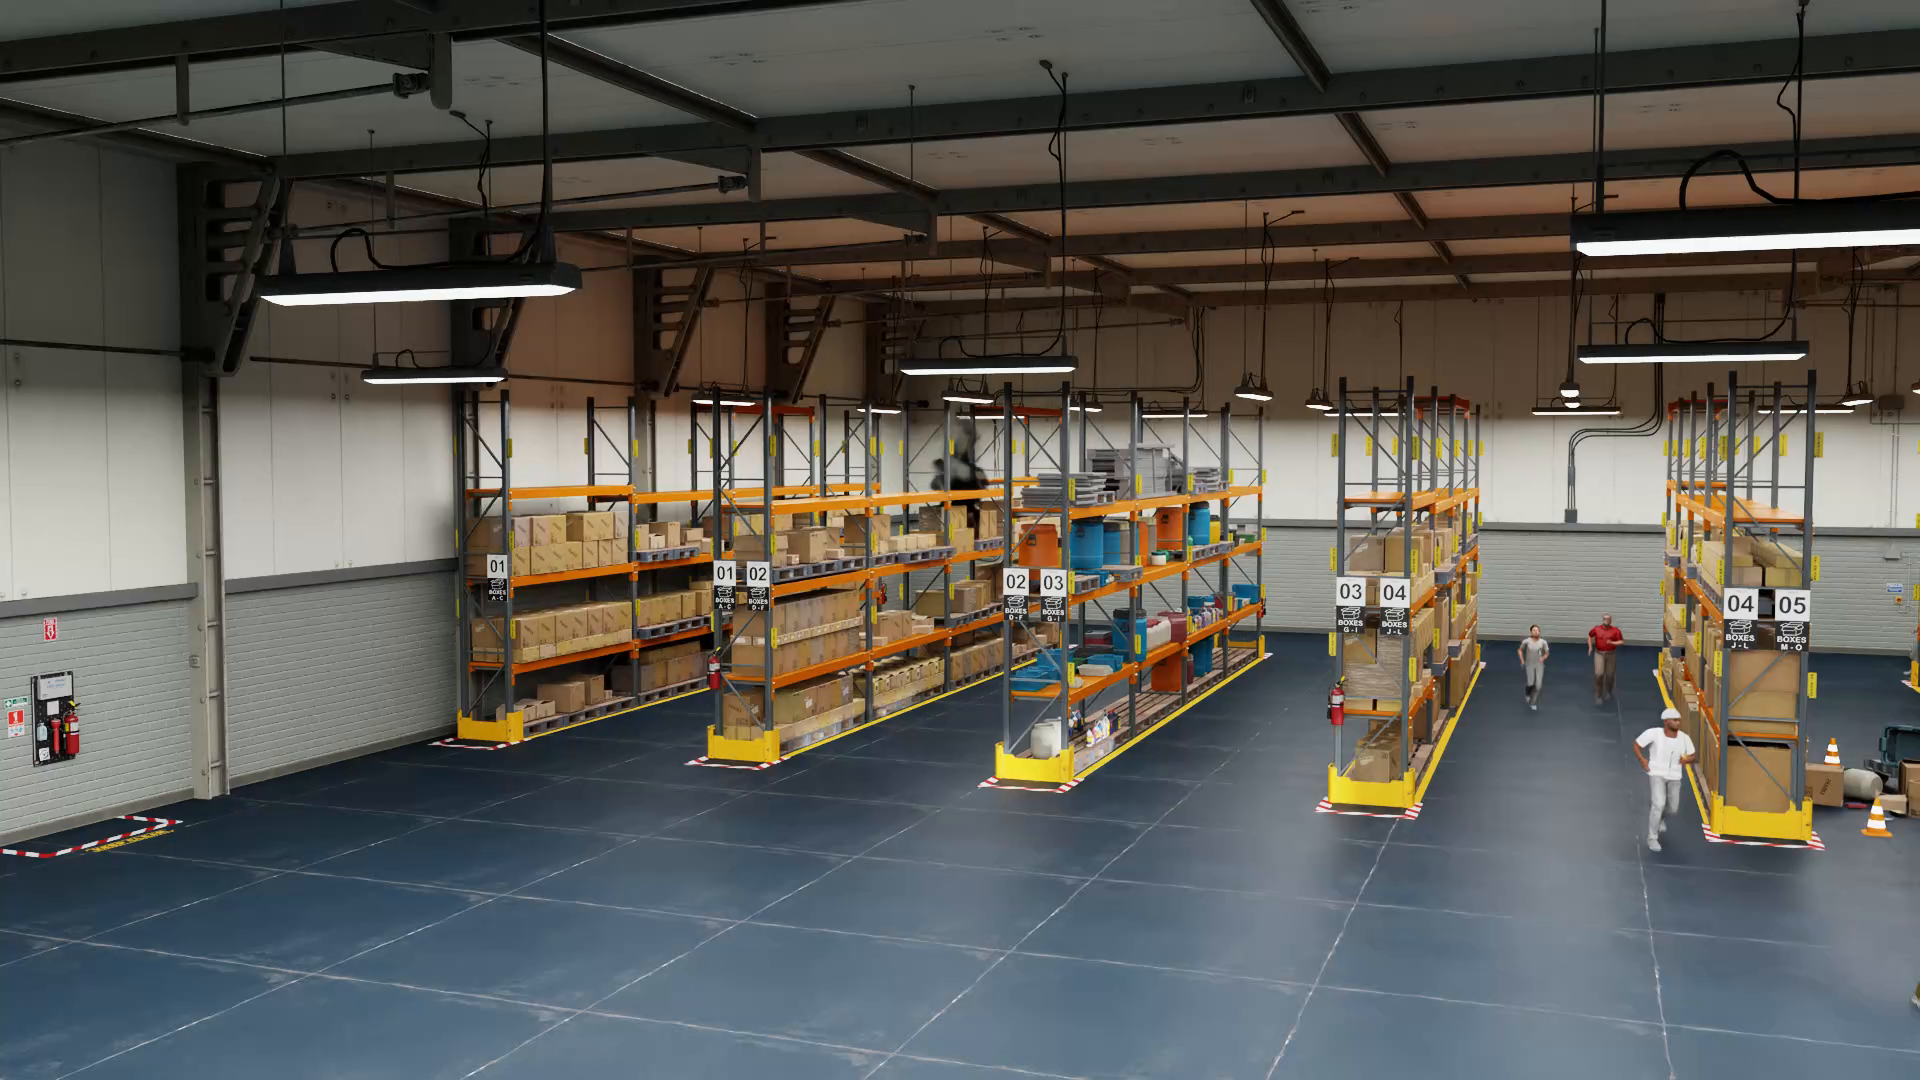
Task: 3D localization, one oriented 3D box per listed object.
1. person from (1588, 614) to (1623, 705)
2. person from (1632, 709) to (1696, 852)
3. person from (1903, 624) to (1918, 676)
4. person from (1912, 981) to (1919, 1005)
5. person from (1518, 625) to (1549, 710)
[{"bbox_3d":[12.687,2.348,32.689,0.638,1.802,0.800,1,3,17],"label":"person"},{"bbox_3d":[8.951,2.996,21.060,0.729,1.736,0.889,0,3,0],"label":"person"},{"bbox_3d":[20.941,2.182,36.181,0.640,1.633,0.829,-3,4,-41],"label":"person"},{"bbox_3d":[8.781,3.322,14.586,0.688,1.797,0.724,-3,4,-41],"label":"person"},{"bbox_3d":[10.986,2.437,31.814,0.559,1.627,0.557,1,3,11],"label":"person"}]
